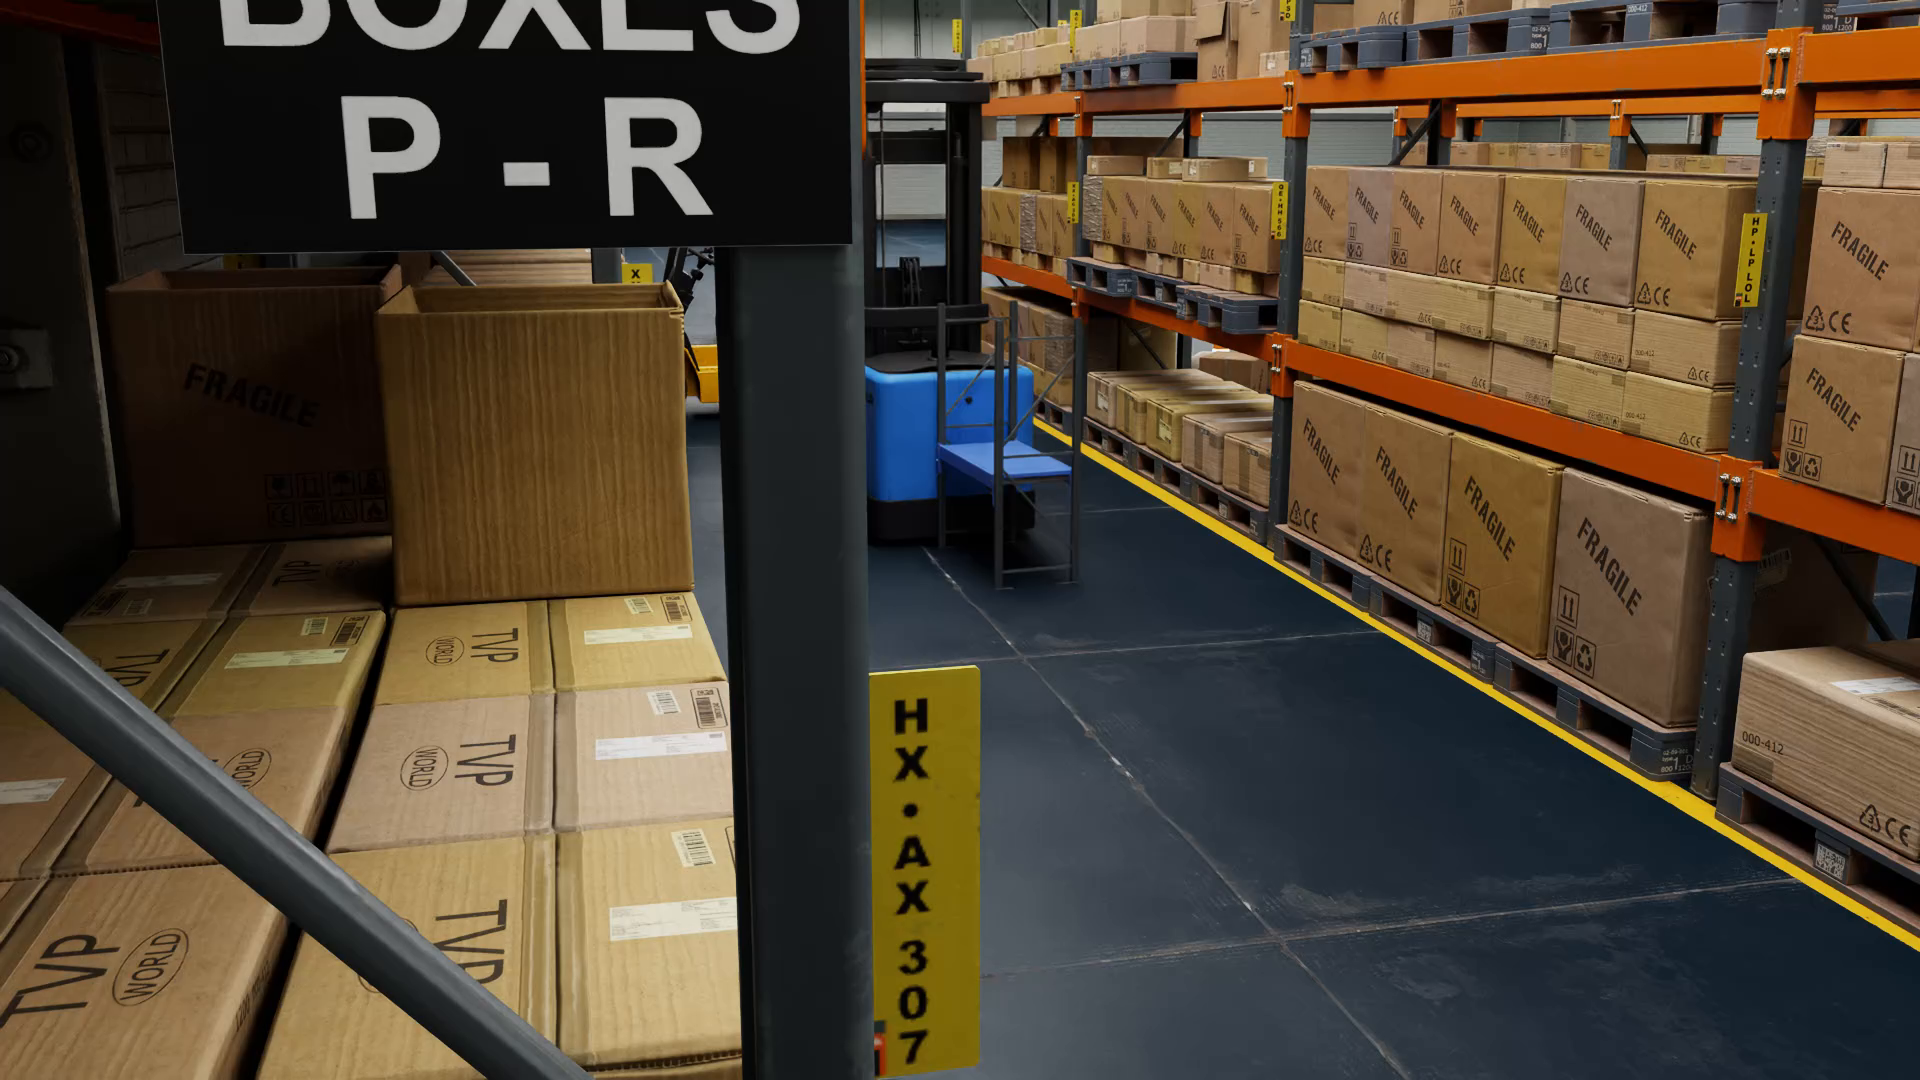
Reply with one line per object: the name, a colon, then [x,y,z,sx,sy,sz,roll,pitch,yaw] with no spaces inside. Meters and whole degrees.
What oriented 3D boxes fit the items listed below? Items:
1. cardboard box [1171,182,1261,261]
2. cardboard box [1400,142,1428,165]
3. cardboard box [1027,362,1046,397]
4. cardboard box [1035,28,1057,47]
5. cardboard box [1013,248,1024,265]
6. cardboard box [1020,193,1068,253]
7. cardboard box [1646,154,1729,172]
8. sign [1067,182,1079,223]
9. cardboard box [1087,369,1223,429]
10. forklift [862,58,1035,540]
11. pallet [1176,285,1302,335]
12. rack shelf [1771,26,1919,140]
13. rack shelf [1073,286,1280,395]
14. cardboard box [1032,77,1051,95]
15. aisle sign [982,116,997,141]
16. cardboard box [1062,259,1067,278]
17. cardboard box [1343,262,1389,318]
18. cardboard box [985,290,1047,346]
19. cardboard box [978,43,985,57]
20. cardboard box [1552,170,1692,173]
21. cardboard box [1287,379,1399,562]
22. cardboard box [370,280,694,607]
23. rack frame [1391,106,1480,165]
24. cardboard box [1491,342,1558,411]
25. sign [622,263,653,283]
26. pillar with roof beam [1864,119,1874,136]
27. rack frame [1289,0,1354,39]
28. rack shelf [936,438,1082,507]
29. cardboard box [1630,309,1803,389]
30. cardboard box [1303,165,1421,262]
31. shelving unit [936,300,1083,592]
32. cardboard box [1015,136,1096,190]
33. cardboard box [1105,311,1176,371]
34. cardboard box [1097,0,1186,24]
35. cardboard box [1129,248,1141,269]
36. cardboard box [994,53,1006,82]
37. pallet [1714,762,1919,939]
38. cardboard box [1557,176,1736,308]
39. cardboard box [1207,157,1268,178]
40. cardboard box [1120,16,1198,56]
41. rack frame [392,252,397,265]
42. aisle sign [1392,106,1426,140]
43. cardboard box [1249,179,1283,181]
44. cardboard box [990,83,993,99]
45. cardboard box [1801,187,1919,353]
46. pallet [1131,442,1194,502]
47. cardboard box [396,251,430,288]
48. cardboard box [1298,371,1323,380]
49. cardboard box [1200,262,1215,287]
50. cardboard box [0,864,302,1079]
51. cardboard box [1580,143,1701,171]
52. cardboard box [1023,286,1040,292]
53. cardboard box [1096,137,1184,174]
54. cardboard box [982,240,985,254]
cardboard box: [1.755,-2.141,11.146,0.500,0.500,0.500,-4,14,-17]
cardboard box: [5.342,-4.074,18.189,0.875,0.550,0.550,-3,14,-13]
cardboard box: [0.909,-1.454,14.966,0.500,0.250,0.500,-4,14,-15]
cardboard box: [0.859,-4.299,14.230,0.380,0.149,0.250,-3,14,-12]
cardboard box: [0.704,-2.629,15.398,0.380,0.149,0.250,-3,14,-13]
cardboard box: [0.844,-2.861,14.981,0.500,0.500,0.500,-3,14,-12]
cardboard box: [6.354,-3.061,14.319,0.700,0.500,0.500,-4,14,-14]
sign: [0.918,-2.730,13.459,0.100,0.325,0.005,-3,14,-13]
cardboard box: [1.570,-1.149,13.460,0.950,0.372,0.625,-3,14,-12]
forklift: [-0.479,-1.727,11.322,1.130,2.935,3.031,-5,14,-18]
pallet: [2.113,-1.484,10.587,1.213,0.211,1.003,-3,14,-13]
rack shelf: [3.793,-1.143,3.979,1.077,0.370,4.000,-3,14,-13]
rack shelf: [1.914,-1.531,11.889,1.077,0.370,4.000,-3,14,-13]
cardboard box: [0.846,-3.971,14.570,0.380,0.149,0.250,-3,14,-12]
aisle sign: [0.189,-4.525,17.149,0.394,0.787,0.004,-3,14,-13]
cardboard box: [1.072,-2.277,13.956,0.380,0.149,0.250,-3,14,-14]
cardboard box: [2.383,-1.339,8.851,0.500,0.250,0.500,-3,14,-12]
cardboard box: [0.559,-2.170,16.317,0.500,0.500,0.500,-4,14,-15]
cardboard box: [0.390,-4.894,16.667,0.380,0.149,0.250,-3,14,-14]
cardboard box: [3.110,-1.499,7.924,0.500,0.500,0.500,-4,14,-14]
cardboard box: [2.465,-0.427,9.447,0.875,0.875,0.875,-3,14,-14]
cardboard box: [-0.759,-0.198,3.025,0.500,0.500,0.500,-3,14,-12]
rack frame: [5.293,-3.564,18.694,1.000,3.000,0.127,-3,14,-13]
cardboard box: [2.754,-0.748,7.484,0.500,0.250,0.500,-4,14,-15]
sign: [-0.975,-0.671,5.031,0.100,0.325,0.005,-3,14,-13]
pillar with roof beam: [17.175,-11.359,37.959,9.100,9.000,0.400,-3,14,-13]
rack frame: [2.384,-4.333,9.203,1.000,3.000,0.127,-3,14,-13]
rack shelf: [0.267,-0.403,9.674,0.538,0.185,1.000,-5,14,-18]
cardboard box: [2.983,-0.755,6.458,0.500,0.250,0.500,-3,14,-13]
cardboard box: [2.262,-1.826,9.263,0.500,0.500,0.500,-4,14,-15]
shelving unit: [0.267,-0.578,9.631,0.538,1.500,1.048,-5,14,-18]
cardboard box: [0.948,-3.721,16.391,0.700,0.500,0.500,-3,14,-13]
cardboard box: [1.568,-1.726,14.499,0.500,0.500,0.500,-3,14,-11]
cardboard box: [1.319,-3.901,12.134,0.500,0.250,0.500,-4,14,-14]
cardboard box: [1.477,-2.098,12.338,0.380,0.149,0.250,-3,14,-12]
cardboard box: [0.618,-4.428,15.600,0.500,0.250,0.500,-3,14,-12]
pallet: [3.425,1.038,5.733,1.003,0.211,1.213,-3,14,-13]
cardboard box: [2.845,-1.239,6.859,0.500,0.500,0.500,-3,14,-12]
cardboard box: [2.034,-2.740,12.233,0.380,0.149,0.250,-4,14,-16]
cardboard box: [1.451,-3.541,11.712,0.500,0.250,0.500,-3,14,-14]
rack frame: [-2.440,-1.142,8.779,1.000,3.000,0.127,-3,14,-13]
aisle sign: [4.984,-4.826,18.384,0.394,0.787,0.004,-3,14,-13]
cardboard box: [2.132,-2.291,11.761,0.500,0.500,0.500,-4,14,-15]
cardboard box: [0.445,-4.387,16.271,0.380,0.149,0.250,-3,14,-12]
cardboard box: [3.199,-0.907,5.503,0.500,0.500,0.500,-3,14,-13]
pallet: [1.918,-0.526,12.134,1.003,0.211,1.213,-3,14,-13]
cardboard box: [-2.471,-1.267,8.196,0.500,0.500,0.500,-3,14,-11]
cardboard box: [3.167,-1.602,14.334,0.500,0.500,0.500,-3,14,-13]
cardboard box: [1.790,-1.736,10.855,0.380,0.149,0.250,-4,14,-16]
cardboard box: [-0.928,0.541,1.582,0.500,0.250,0.500,-3,14,-12]
cardboard box: [6.179,-3.326,15.127,0.875,0.550,0.550,-3,14,-13]
cardboard box: [0.946,-2.327,16.960,0.500,0.500,0.500,-3,14,-13]
cardboard box: [1.552,-3.134,13.992,0.700,0.500,0.500,-3,14,-14]
cardboard box: [0.440,-2.930,16.627,0.380,0.149,0.250,-4,14,-15]
